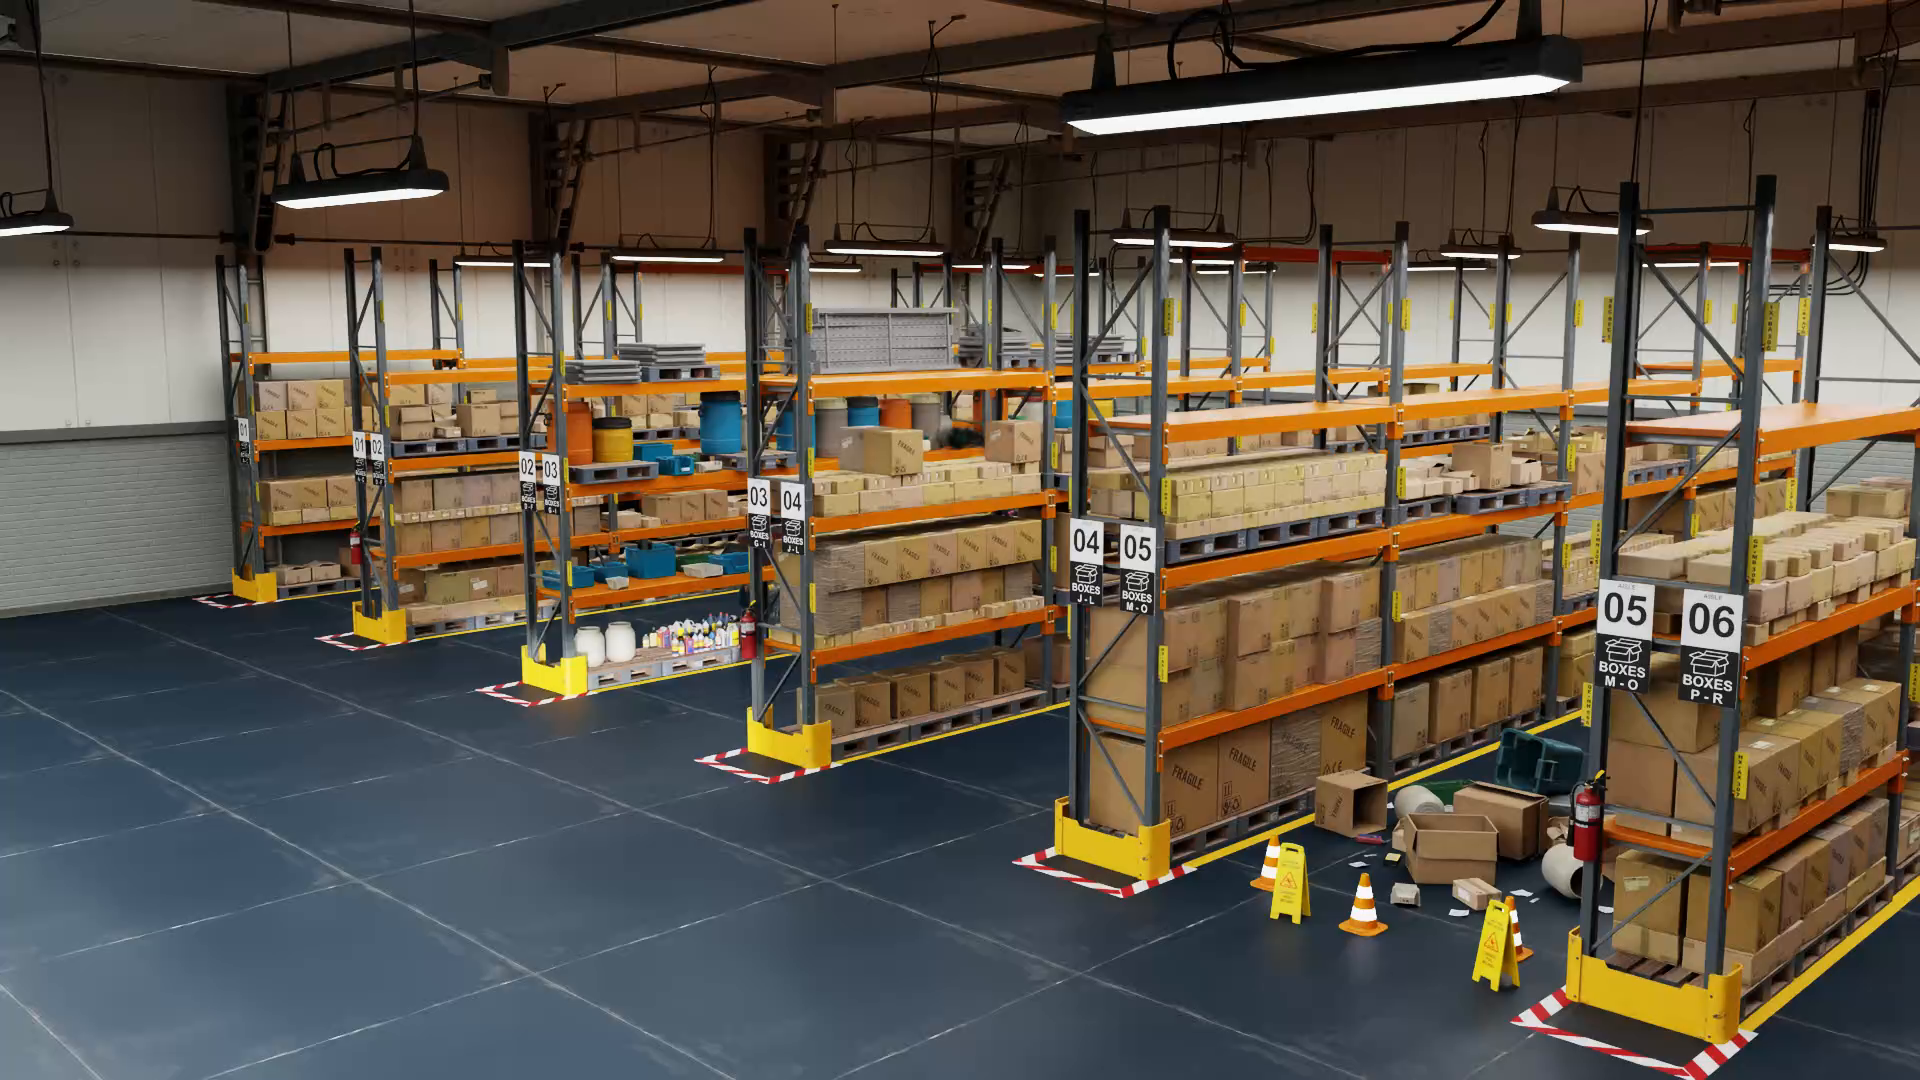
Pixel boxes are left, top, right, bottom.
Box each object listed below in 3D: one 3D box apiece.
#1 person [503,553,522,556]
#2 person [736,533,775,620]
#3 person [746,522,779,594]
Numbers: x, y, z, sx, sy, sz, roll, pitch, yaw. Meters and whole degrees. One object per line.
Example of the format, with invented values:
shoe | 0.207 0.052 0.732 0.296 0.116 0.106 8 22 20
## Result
person | -8.196 0.126 30.230 0.581 1.626 0.782 -1 8 -4
person | -3.254 0.649 26.483 0.565 1.556 0.570 1 8 5
person | -3.359 0.149 27.773 0.571 1.636 0.802 5 10 33
